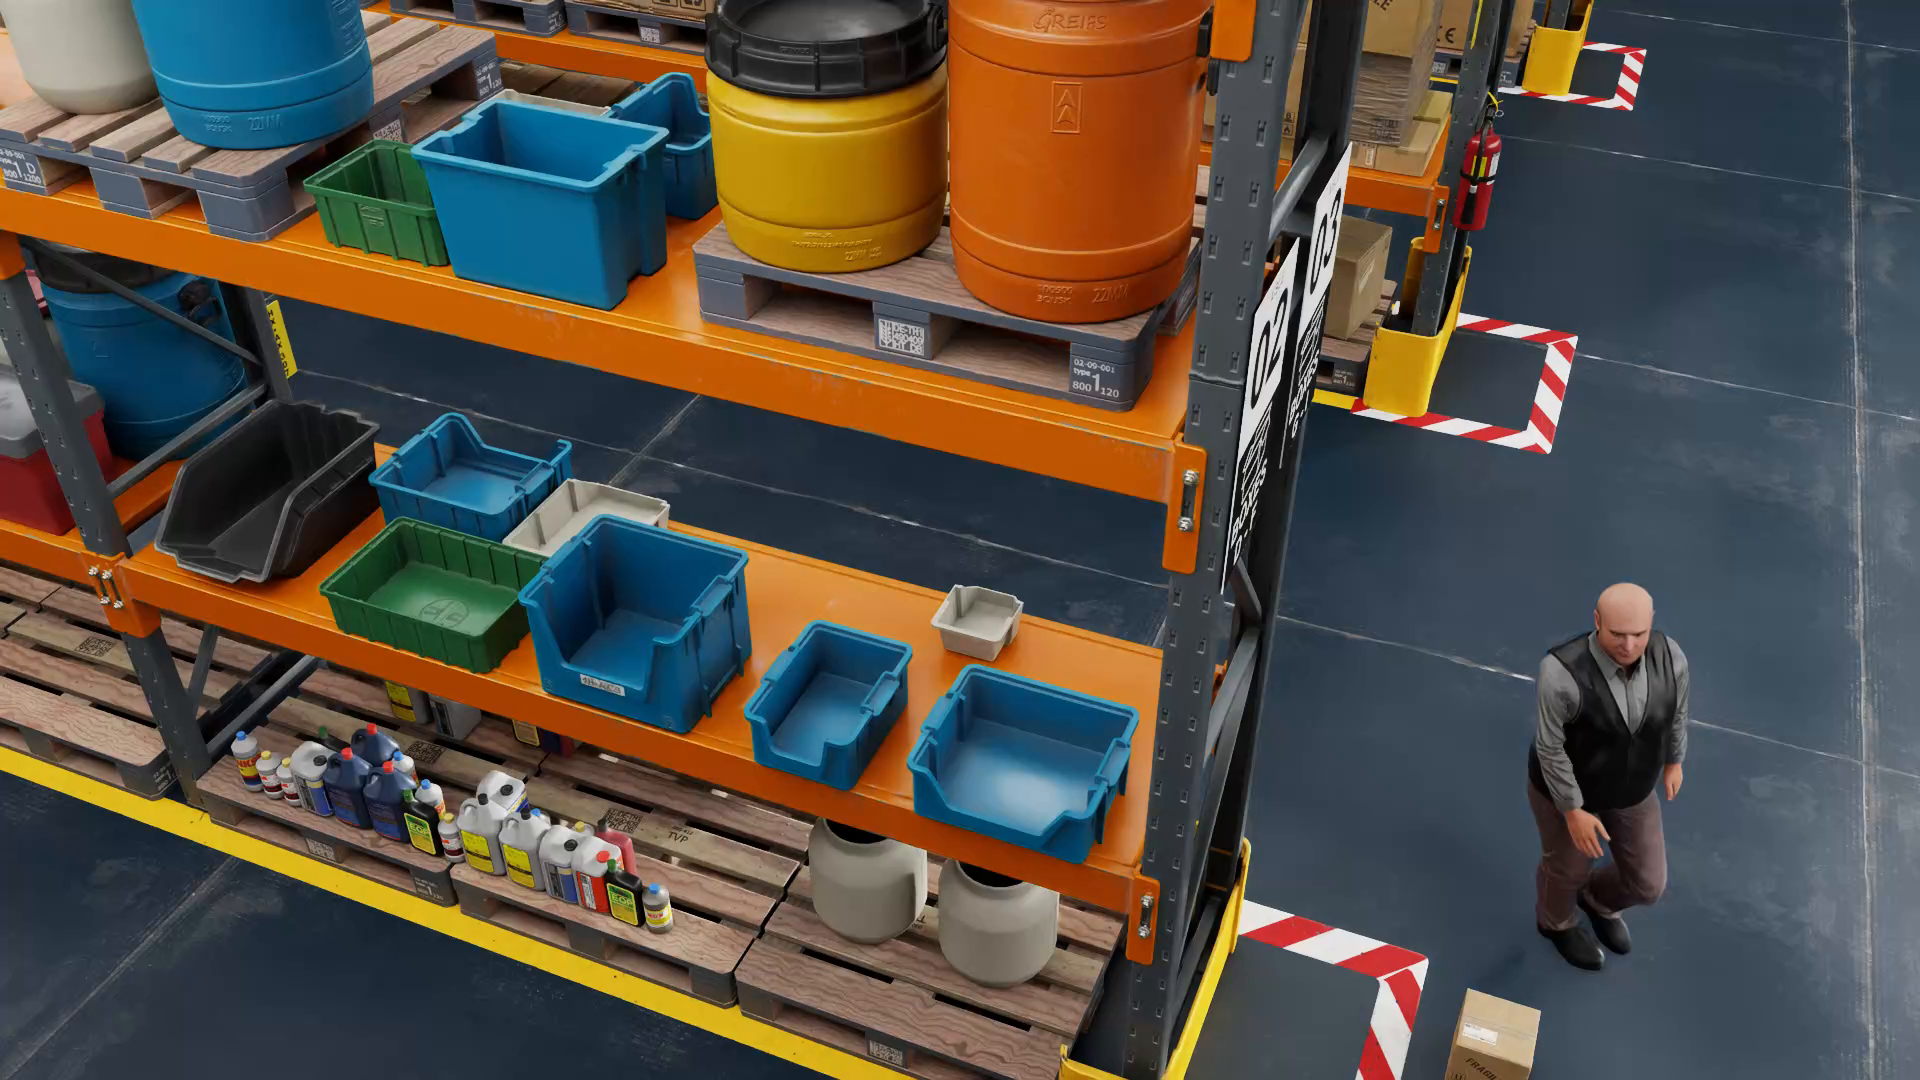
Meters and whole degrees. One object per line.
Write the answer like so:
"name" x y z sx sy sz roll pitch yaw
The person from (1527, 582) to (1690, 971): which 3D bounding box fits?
"person" 2.216 0.862 5.698 0.639 1.712 0.452 -7 38 -9
